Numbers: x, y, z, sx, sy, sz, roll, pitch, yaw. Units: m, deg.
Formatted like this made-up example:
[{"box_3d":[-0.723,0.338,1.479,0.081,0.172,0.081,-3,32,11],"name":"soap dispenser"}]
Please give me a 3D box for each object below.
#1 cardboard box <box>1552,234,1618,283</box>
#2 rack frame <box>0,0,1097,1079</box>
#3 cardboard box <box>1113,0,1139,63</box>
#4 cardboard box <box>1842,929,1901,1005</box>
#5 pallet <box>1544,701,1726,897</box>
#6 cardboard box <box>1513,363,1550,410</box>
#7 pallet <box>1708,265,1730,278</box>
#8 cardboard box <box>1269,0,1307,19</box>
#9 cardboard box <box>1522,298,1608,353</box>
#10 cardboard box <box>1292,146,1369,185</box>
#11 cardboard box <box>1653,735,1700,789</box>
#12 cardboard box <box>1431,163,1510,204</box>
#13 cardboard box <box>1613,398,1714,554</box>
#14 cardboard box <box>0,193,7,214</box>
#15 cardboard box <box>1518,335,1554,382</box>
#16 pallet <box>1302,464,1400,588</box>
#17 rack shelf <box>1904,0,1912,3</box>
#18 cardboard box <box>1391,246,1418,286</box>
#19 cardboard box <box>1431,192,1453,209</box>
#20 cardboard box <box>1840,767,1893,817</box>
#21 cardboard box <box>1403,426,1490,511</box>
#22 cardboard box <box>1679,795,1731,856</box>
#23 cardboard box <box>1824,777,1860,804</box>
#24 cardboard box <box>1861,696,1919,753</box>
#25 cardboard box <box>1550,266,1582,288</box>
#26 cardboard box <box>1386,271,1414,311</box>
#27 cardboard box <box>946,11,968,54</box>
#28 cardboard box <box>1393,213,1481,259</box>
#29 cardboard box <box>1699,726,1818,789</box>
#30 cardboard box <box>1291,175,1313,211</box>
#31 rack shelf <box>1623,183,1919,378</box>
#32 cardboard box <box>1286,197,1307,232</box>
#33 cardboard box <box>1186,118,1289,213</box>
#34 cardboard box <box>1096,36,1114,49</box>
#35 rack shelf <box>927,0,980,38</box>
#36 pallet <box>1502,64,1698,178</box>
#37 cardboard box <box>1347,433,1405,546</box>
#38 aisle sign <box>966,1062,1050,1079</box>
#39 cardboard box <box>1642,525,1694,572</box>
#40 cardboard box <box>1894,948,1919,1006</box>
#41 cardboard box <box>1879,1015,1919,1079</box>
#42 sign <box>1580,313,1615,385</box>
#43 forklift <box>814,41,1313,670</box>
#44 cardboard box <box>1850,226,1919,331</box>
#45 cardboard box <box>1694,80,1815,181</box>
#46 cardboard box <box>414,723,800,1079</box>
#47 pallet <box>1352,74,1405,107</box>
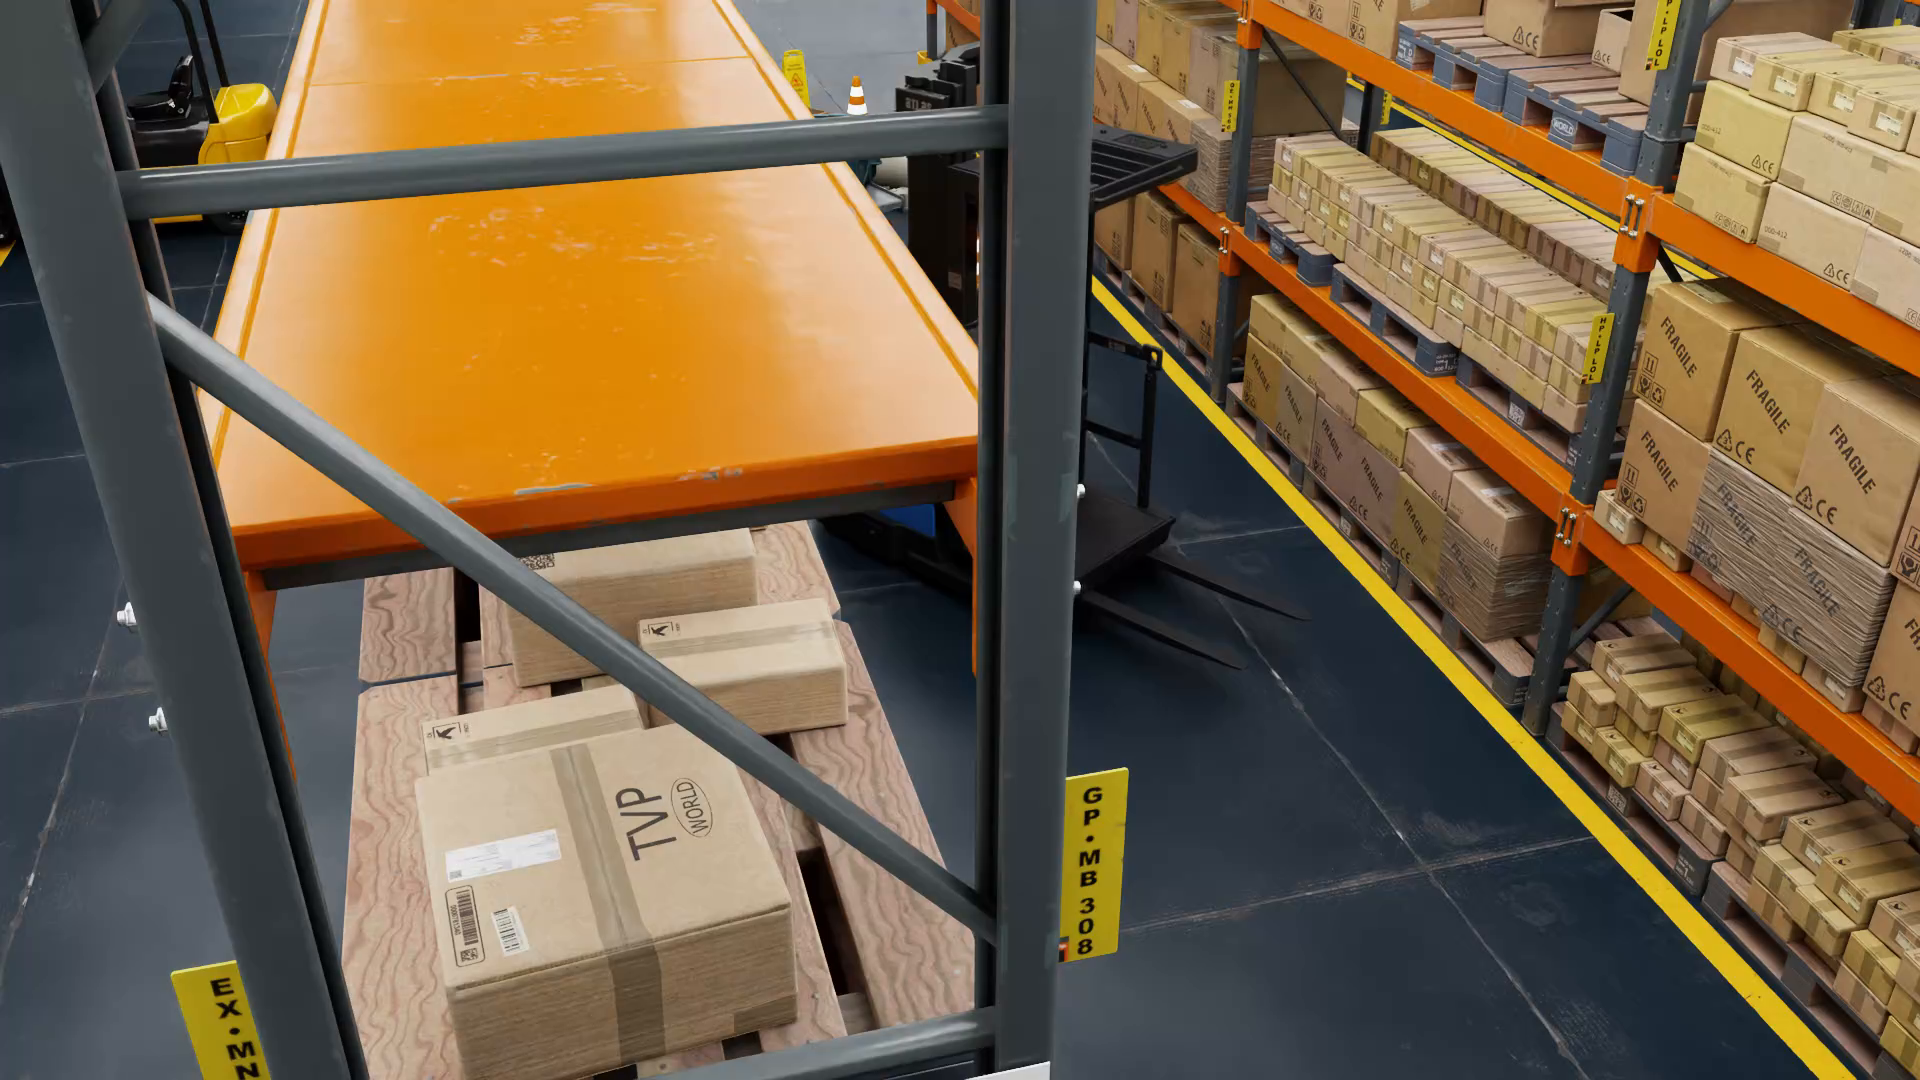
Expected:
[{"box_3d":[3.382,-1.493,8.804,0.380,0.149,0.250,-8,31,-14],"name":"cardboard box"},{"box_3d":[-0.366,-0.366,1.630,0.949,2.616,0.053,-8,31,-13],"name":"rack frame"},{"box_3d":[1.608,-4.017,12.829,0.700,0.500,0.500,-8,31,-13],"name":"cardboard box"},{"box_3d":[3.628,1.604,6.345,0.380,0.149,0.250,-6,31,-11],"name":"cardboard box"},{"box_3d":[3.534,1.118,7.839,1.003,0.211,1.213,-8,31,-13],"name":"pallet"},{"box_3d":[2.955,-0.773,8.153,0.380,0.149,0.250,-8,31,-13],"name":"cardboard box"},{"box_3d":[6.863,-2.122,13.436,1.003,0.211,1.213,-8,31,-13],"name":"pallet"},{"box_3d":[2.155,-3.371,9.716,0.500,0.500,0.500,-8,31,-13],"name":"cardboard box"},{"box_3d":[2.954,-1.037,8.016,0.380,0.149,0.250,-9,31,-15],"name":"cardboard box"},{"box_3d":[2.269,-2.293,10.185,0.380,0.149,0.250,-9,31,-15],"name":"cardboard box"},{"box_3d":[3.362,0.956,7.466,0.380,0.149,0.250,-8,31,-14],"name":"cardboard box"},{"box_3d":[3.040,-2.119,9.885,0.380,0.149,0.250,-7,31,-12],"name":"cardboard box"},{"box_3d":[3.210,-0.308,7.122,0.500,0.500,0.500,-8,31,-14],"name":"cardboard box"},{"box_3d":[-8.558,-2.910,14.340,0.500,0.250,0.500,-7,31,-12],"name":"cardboard box"},{"box_3d":[2.954,-0.903,8.082,0.380,0.149,0.250,-8,31,-13],"name":"cardboard box"},{"box_3d":[2.786,-0.168,10.060,1.003,0.211,1.213,-8,31,-13],"name":"pallet"},{"box_3d":[6.538,-4.904,13.183,1.077,0.370,4.000,-8,31,-13],"name":"rack shelf"},{"box_3d":[2.613,-1.531,9.166,0.380,0.149,0.250,-7,31,-11],"name":"cardboard box"},{"box_3d":[3.041,-1.988,9.956,0.380,0.149,0.250,-8,31,-13],"name":"cardboard box"},{"box_3d":[4.000,1.015,7.066,0.380,0.149,0.250,-9,31,-16],"name":"cardboard box"},{"box_3d":[2.756,-0.409,9.021,0.500,0.250,0.500,-6,31,-11],"name":"cardboard box"},{"box_3d":[3.410,1.220,7.306,0.380,0.149,0.250,-8,31,-14],"name":"cardboard box"},{"box_3d":[3.942,1.135,7.155,0.380,0.149,0.250,-7,31,-12],"name":"cardboard box"},{"box_3d":[3.593,0.633,6.143,0.380,0.149,0.250,-7,31,-11],"name":"cardboard box"},{"box_3d":[3.377,-1.367,8.883,0.380,0.149,0.250,-7,31,-11],"name":"cardboard box"},{"box_3d":[2.605,-1.405,9.245,0.380,0.149,0.250,-9,31,-15],"name":"cardboard box"},{"box_3d":[0.380,-5.148,17.582,0.875,0.875,0.875,-8,31,-13],"name":"cardboard box"},{"box_3d":[2.609,-1.666,9.104,0.380,0.149,0.250,-8,31,-14],"name":"cardboard box"},{"box_3d":[3.435,0.959,7.162,0.380,0.149,0.250,-9,31,-15],"name":"cardboard box"},{"box_3d":[2.268,-2.151,10.238,0.380,0.149,0.250,-6,31,-11],"name":"cardboard box"},{"box_3d":[3.852,-0.430,5.453,1.077,0.370,4.000,-8,31,-13],"name":"rack shelf"},{"box_3d":[2.255,-2.041,10.345,0.380,0.149,0.250,-6,31,-11],"name":"cardboard box"},{"box_3d":[1.881,-2.566,11.320,0.500,0.500,0.500,-8,31,-13],"name":"cardboard box"},{"box_3d":[1.213,-3.782,13.421,0.500,0.500,0.500,-8,31,-13],"name":"cardboard box"},{"box_3d":[0.667,-4.927,16.217,1.077,0.370,4.000,-8,31,-13],"name":"rack shelf"},{"box_3d":[3.260,-1.938,7.528,1.213,0.211,1.003,-8,31,-13],"name":"pallet"},{"box_3d":[2.614,-0.329,9.631,0.500,0.500,0.500,-9,31,-14],"name":"cardboard box"},{"box_3d":[-0.064,1.101,2.489,0.394,0.787,0.004,-8,31,-13],"name":"aisle sign"},{"box_3d":[3.221,-0.005,7.246,0.380,0.149,0.250,-7,31,-12],"name":"cardboard box"},{"box_3d":[3.663,1.603,6.050,0.380,0.149,0.250,-7,31,-11],"name":"cardboard box"},{"box_3d":[3.683,1.867,6.188,0.380,0.149,0.250,-9,31,-15],"name":"cardboard box"},{"box_3d":[2.787,-0.834,7.272,0.100,0.325,0.005,-8,31,-13],"name":"sign"},{"box_3d":[0.527,-1.051,8.871,3.031,2.935,1.130,24,38,35],"name":"forklift"},{"box_3d":[3.451,-0.888,5.677,0.500,0.250,0.500,-7,31,-11],"name":"cardboard box"},{"box_3d":[3.218,-1.594,6.397,0.500,0.250,0.500,-7,31,-12],"name":"cardboard box"},{"box_3d":[-0.569,0.567,2.644,0.500,0.250,0.500,-11,32,-18],"name":"cardboard box"},{"box_3d":[5.147,-5.174,18.710,1.003,0.211,1.213,-8,31,-13],"name":"pallet"}]
